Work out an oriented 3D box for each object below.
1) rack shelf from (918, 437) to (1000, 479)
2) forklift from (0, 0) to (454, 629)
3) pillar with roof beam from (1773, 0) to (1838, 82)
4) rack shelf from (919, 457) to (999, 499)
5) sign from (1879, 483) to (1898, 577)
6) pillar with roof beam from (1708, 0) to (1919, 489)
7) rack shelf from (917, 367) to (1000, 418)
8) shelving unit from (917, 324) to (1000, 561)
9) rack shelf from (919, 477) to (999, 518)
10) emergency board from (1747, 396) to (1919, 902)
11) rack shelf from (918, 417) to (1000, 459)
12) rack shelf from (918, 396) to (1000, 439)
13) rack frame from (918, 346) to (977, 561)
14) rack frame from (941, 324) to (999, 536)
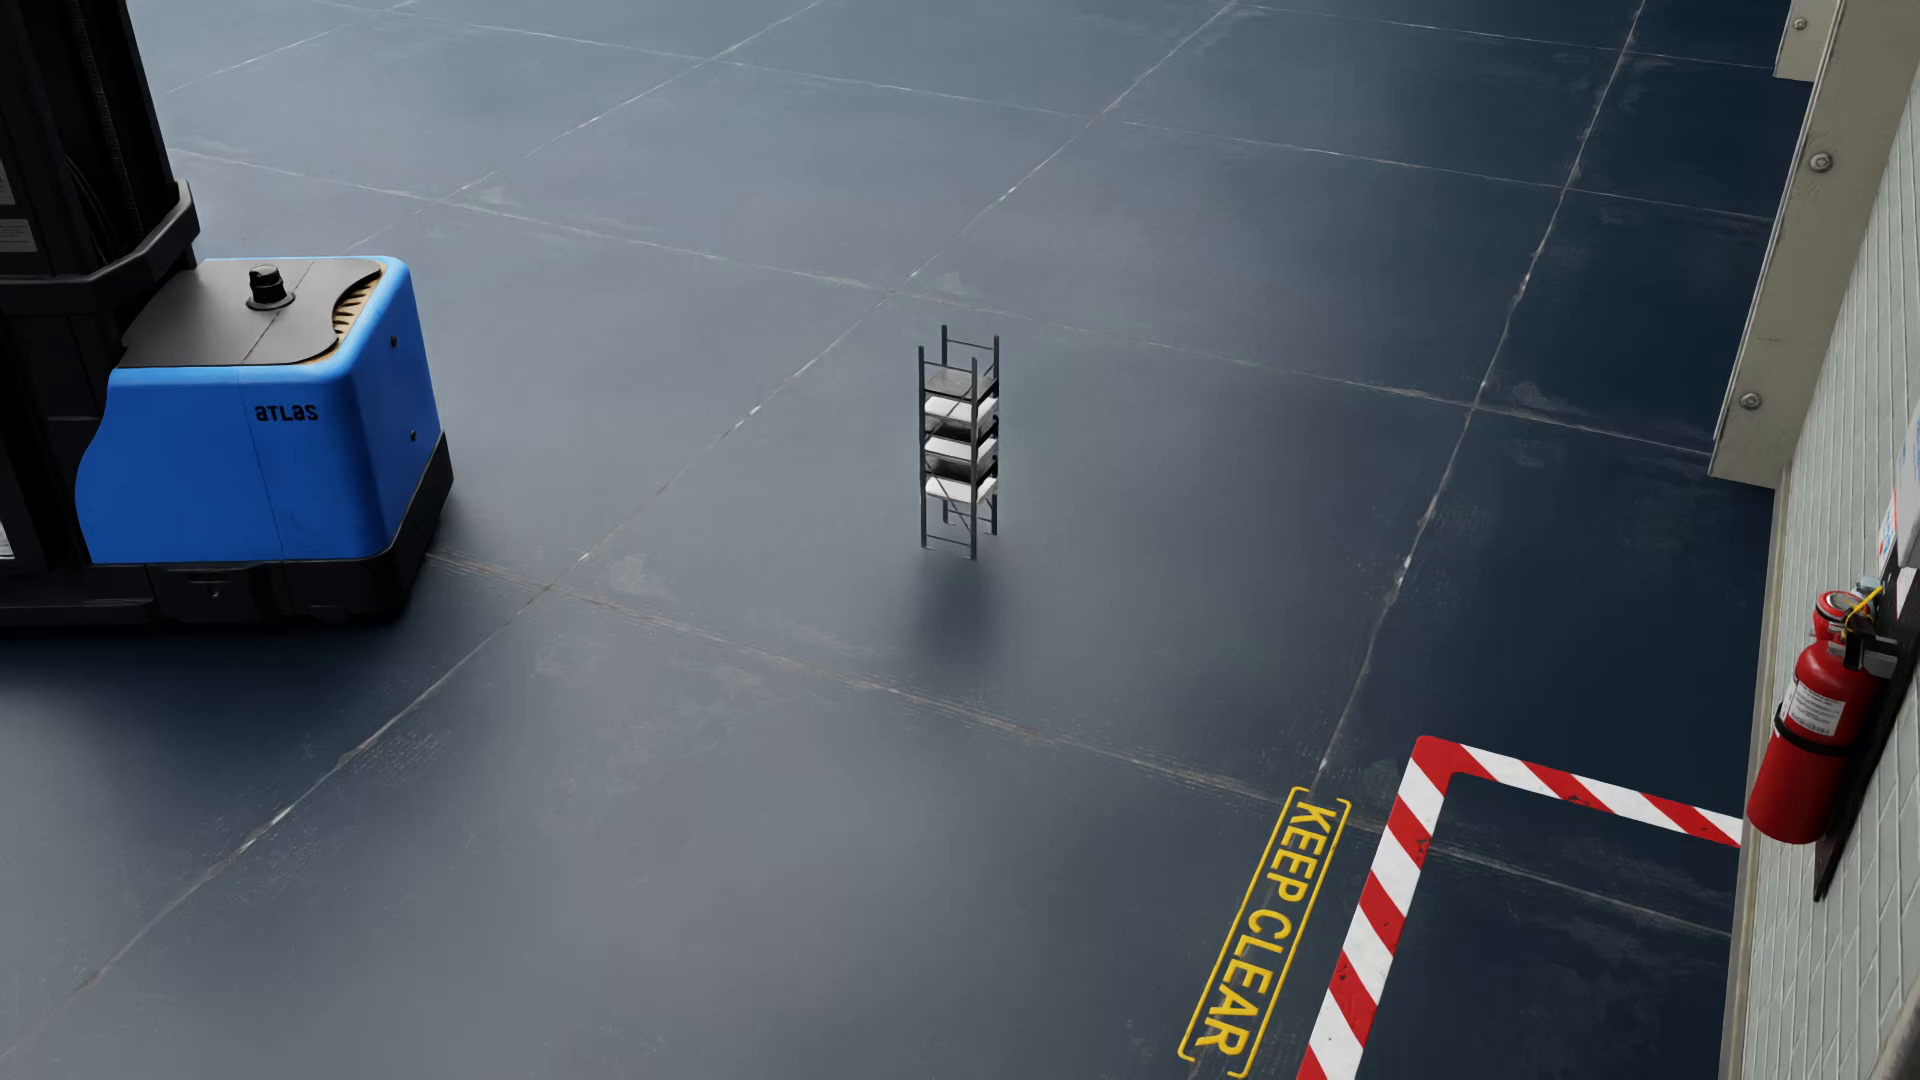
[{"bbox_3d":[-0.003,-0.344,6.515,0.258,0.077,0.200,14,36,20],"label":"rack shelf"},{"bbox_3d":[-3.628,-1.149,5.830,3.031,2.935,1.130,-1,33,-2],"label":"forklift"},{"bbox_3d":[2.049,-8.082,10.869,9.100,9.000,0.400,14,36,20],"label":"pillar with roof beam"},{"bbox_3d":[-0.003,-0.269,6.565,0.258,0.077,0.200,14,36,20],"label":"rack shelf"},{"bbox_3d":[2.332,-0.098,4.131,0.001,0.329,0.234,14,36,20],"label":"sign"},{"bbox_3d":[-0.461,-5.094,6.312,9.100,9.000,0.400,14,36,20],"label":"pillar with roof beam"},{"bbox_3d":[-0.003,-0.570,6.367,0.258,0.077,0.200,14,36,20],"label":"rack shelf"},{"bbox_3d":[-0.003,-0.372,6.497,0.258,0.900,0.210,14,36,20],"label":"shelving unit"},{"bbox_3d":[-0.003,-0.194,6.614,0.258,0.077,0.200,14,36,20],"label":"rack shelf"},{"bbox_3d":[2.007,0.169,3.757,0.194,1.169,0.643,14,36,20],"label":"emergency board"},{"bbox_3d":[-0.003,-0.420,6.466,0.258,0.077,0.200,14,36,20],"label":"rack shelf"},{"bbox_3d":[-0.003,-0.495,6.417,0.258,0.077,0.200,14,36,20],"label":"rack shelf"},{"bbox_3d":[-0.046,-0.322,6.420,0.240,0.900,0.006,14,36,20],"label":"rack frame"},{"bbox_3d":[0.039,-0.423,6.574,0.240,0.900,0.006,14,36,20],"label":"rack frame"}]
